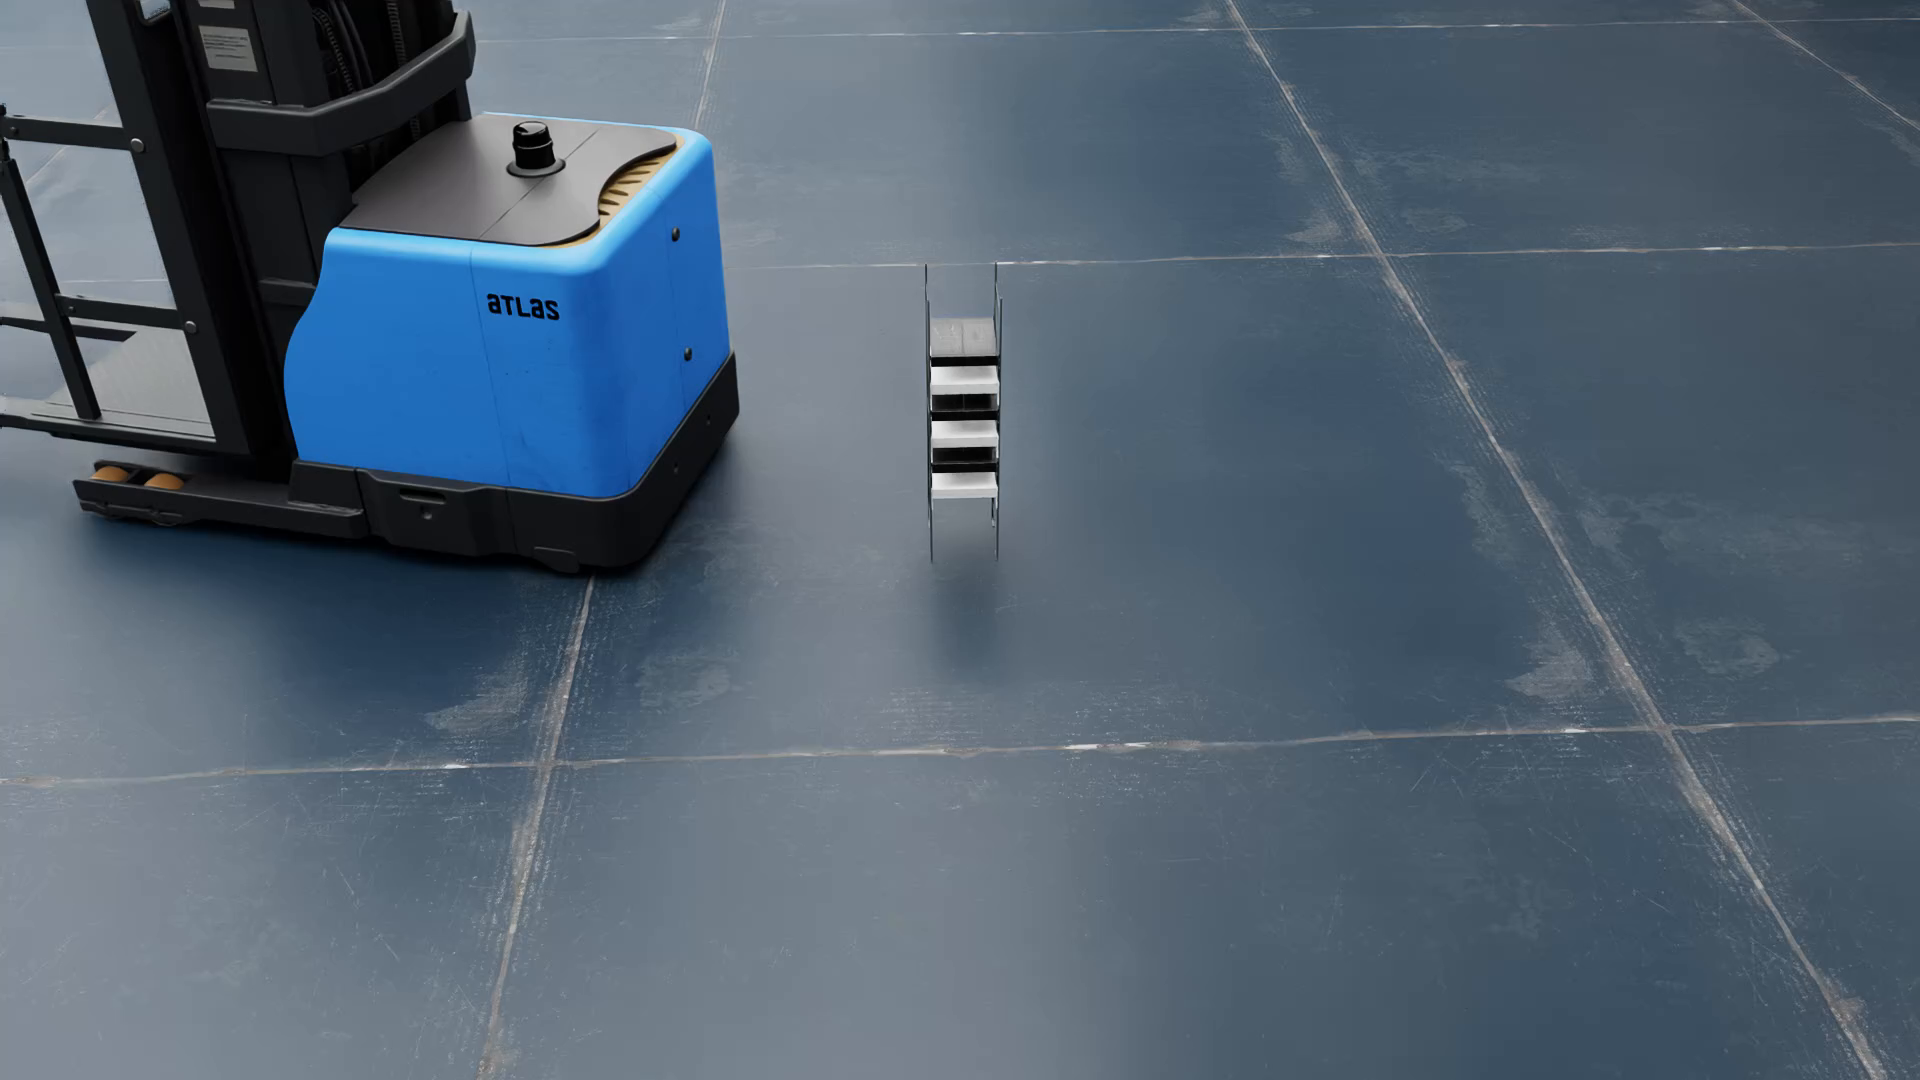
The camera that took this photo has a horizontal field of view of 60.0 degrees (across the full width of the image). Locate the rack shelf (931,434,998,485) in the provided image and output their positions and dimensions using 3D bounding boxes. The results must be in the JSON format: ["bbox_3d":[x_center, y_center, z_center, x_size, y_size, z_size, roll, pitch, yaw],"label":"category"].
[{"bbox_3d":[0.008,-0.269,5.064,0.200,0.077,0.258,-2,35,-2],"label":"rack shelf"}]

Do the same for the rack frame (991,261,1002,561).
[{"bbox_3d":[0.110,-0.373,4.998,0.006,0.900,0.240,-2,35,-2],"label":"rack frame"}]

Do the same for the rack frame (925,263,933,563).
[{"bbox_3d":[-0.093,-0.367,4.990,0.006,0.900,0.240,-2,35,-2],"label":"rack frame"}]

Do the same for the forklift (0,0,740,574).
[{"bbox_3d":[-2.336,-1.533,4.889,3.031,2.935,1.130,7,35,10],"label":"forklift"}]

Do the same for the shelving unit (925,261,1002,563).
[{"bbox_3d":[0.008,-0.370,4.994,0.210,0.900,0.258,-2,35,-2],"label":"shelving unit"}]

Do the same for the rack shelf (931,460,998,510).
[{"bbox_3d":[0.008,-0.195,5.116,0.200,0.077,0.258,-2,35,-2],"label":"rack shelf"}]

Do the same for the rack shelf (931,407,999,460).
[{"bbox_3d":[0.008,-0.343,5.013,0.200,0.077,0.258,-2,35,-2],"label":"rack shelf"}]

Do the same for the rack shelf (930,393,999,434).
[{"bbox_3d":[0.008,-0.417,4.962,0.200,0.077,0.258,-2,35,-2],"label":"rack shelf"}]

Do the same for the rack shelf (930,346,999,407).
[{"bbox_3d":[0.008,-0.491,4.911,0.200,0.077,0.258,-2,35,-2],"label":"rack shelf"}]

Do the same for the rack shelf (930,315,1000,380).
[{"bbox_3d":[0.008,-0.565,4.860,0.200,0.077,0.258,-2,35,-2],"label":"rack shelf"}]
